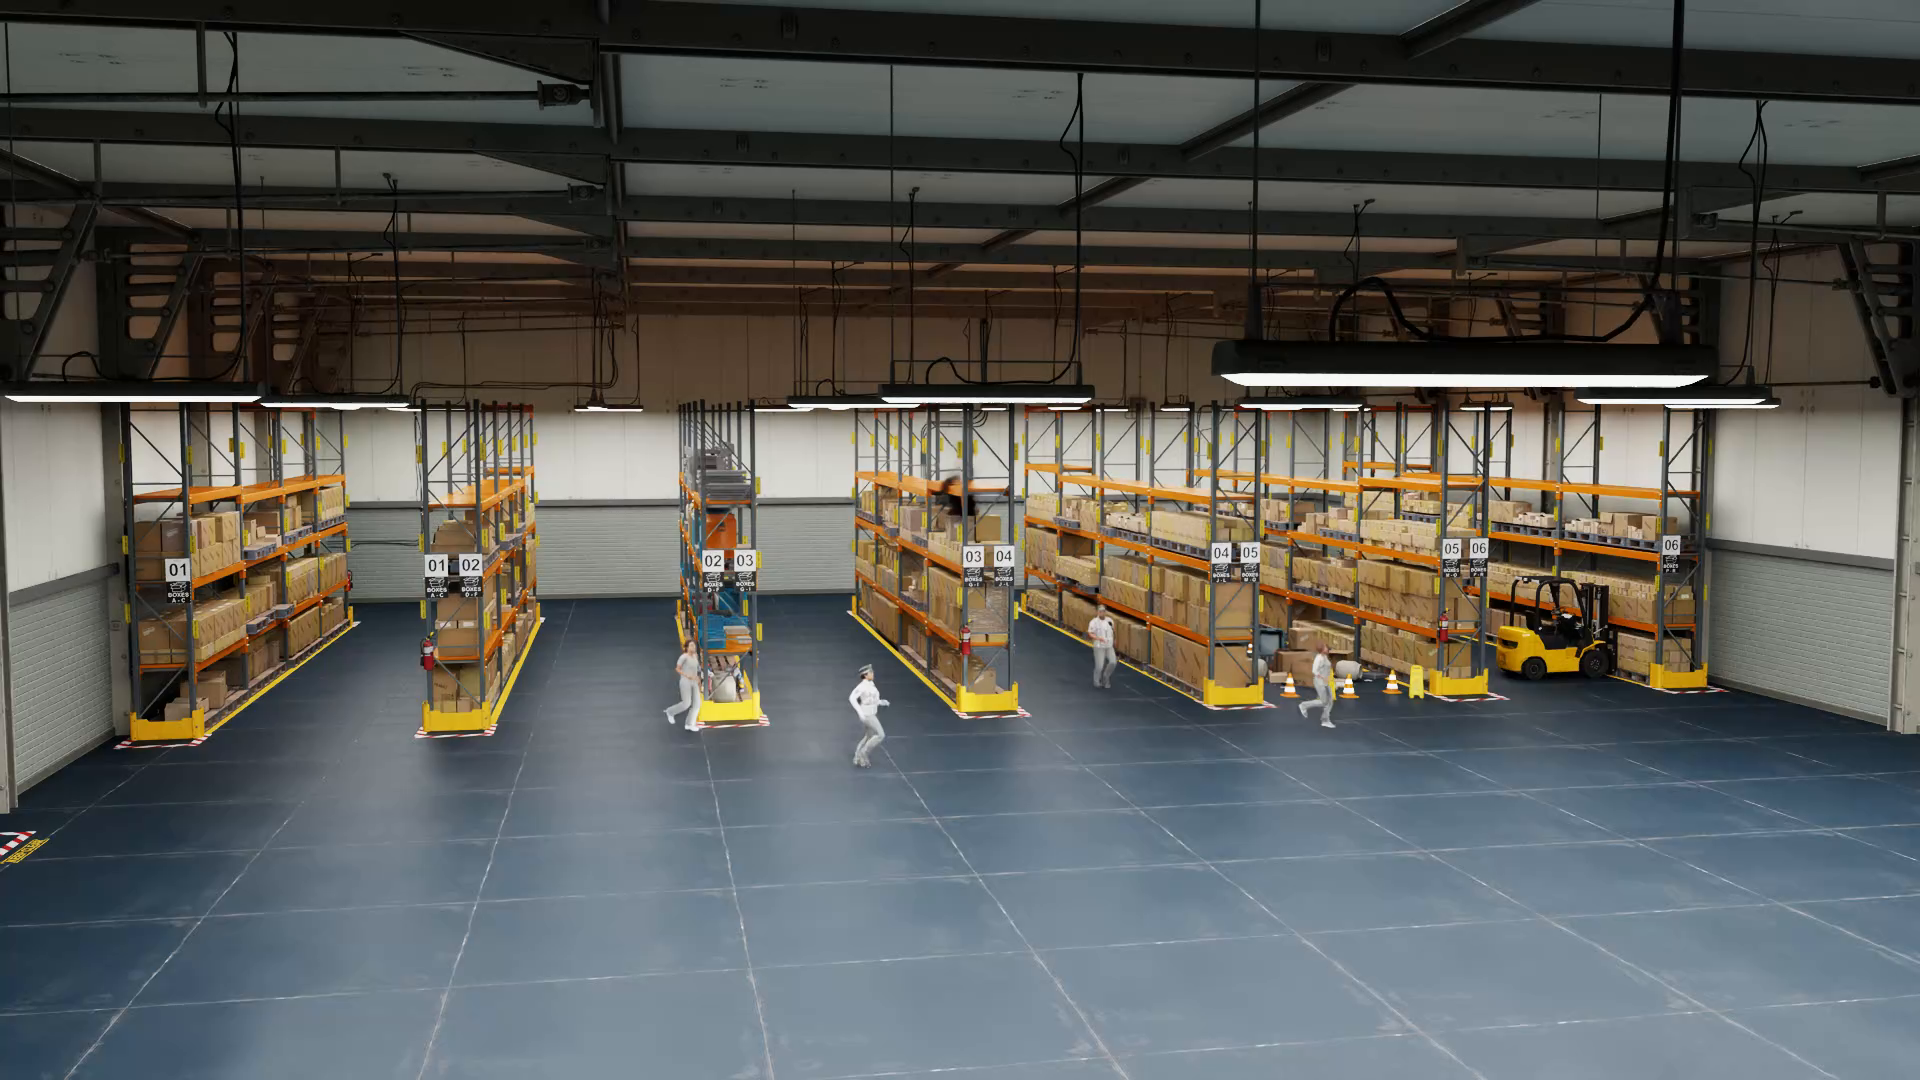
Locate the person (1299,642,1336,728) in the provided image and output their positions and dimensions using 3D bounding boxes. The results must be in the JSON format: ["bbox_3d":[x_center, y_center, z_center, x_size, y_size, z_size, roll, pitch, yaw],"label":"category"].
[{"bbox_3d":[6.593,2.646,30.543,0.692,1.577,0.548,3,5,31],"label":"person"}]

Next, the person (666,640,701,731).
[{"bbox_3d":[-4.980,2.628,30.316,0.729,1.643,0.583,3,5,33],"label":"person"}]

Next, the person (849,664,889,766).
[{"bbox_3d":[-1.455,2.841,26.989,0.624,1.660,0.593,1,4,11],"label":"person"}]

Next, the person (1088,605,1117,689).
[{"bbox_3d":[3.012,2.235,34.808,0.673,1.784,0.694,-1,4,-17],"label":"person"}]
